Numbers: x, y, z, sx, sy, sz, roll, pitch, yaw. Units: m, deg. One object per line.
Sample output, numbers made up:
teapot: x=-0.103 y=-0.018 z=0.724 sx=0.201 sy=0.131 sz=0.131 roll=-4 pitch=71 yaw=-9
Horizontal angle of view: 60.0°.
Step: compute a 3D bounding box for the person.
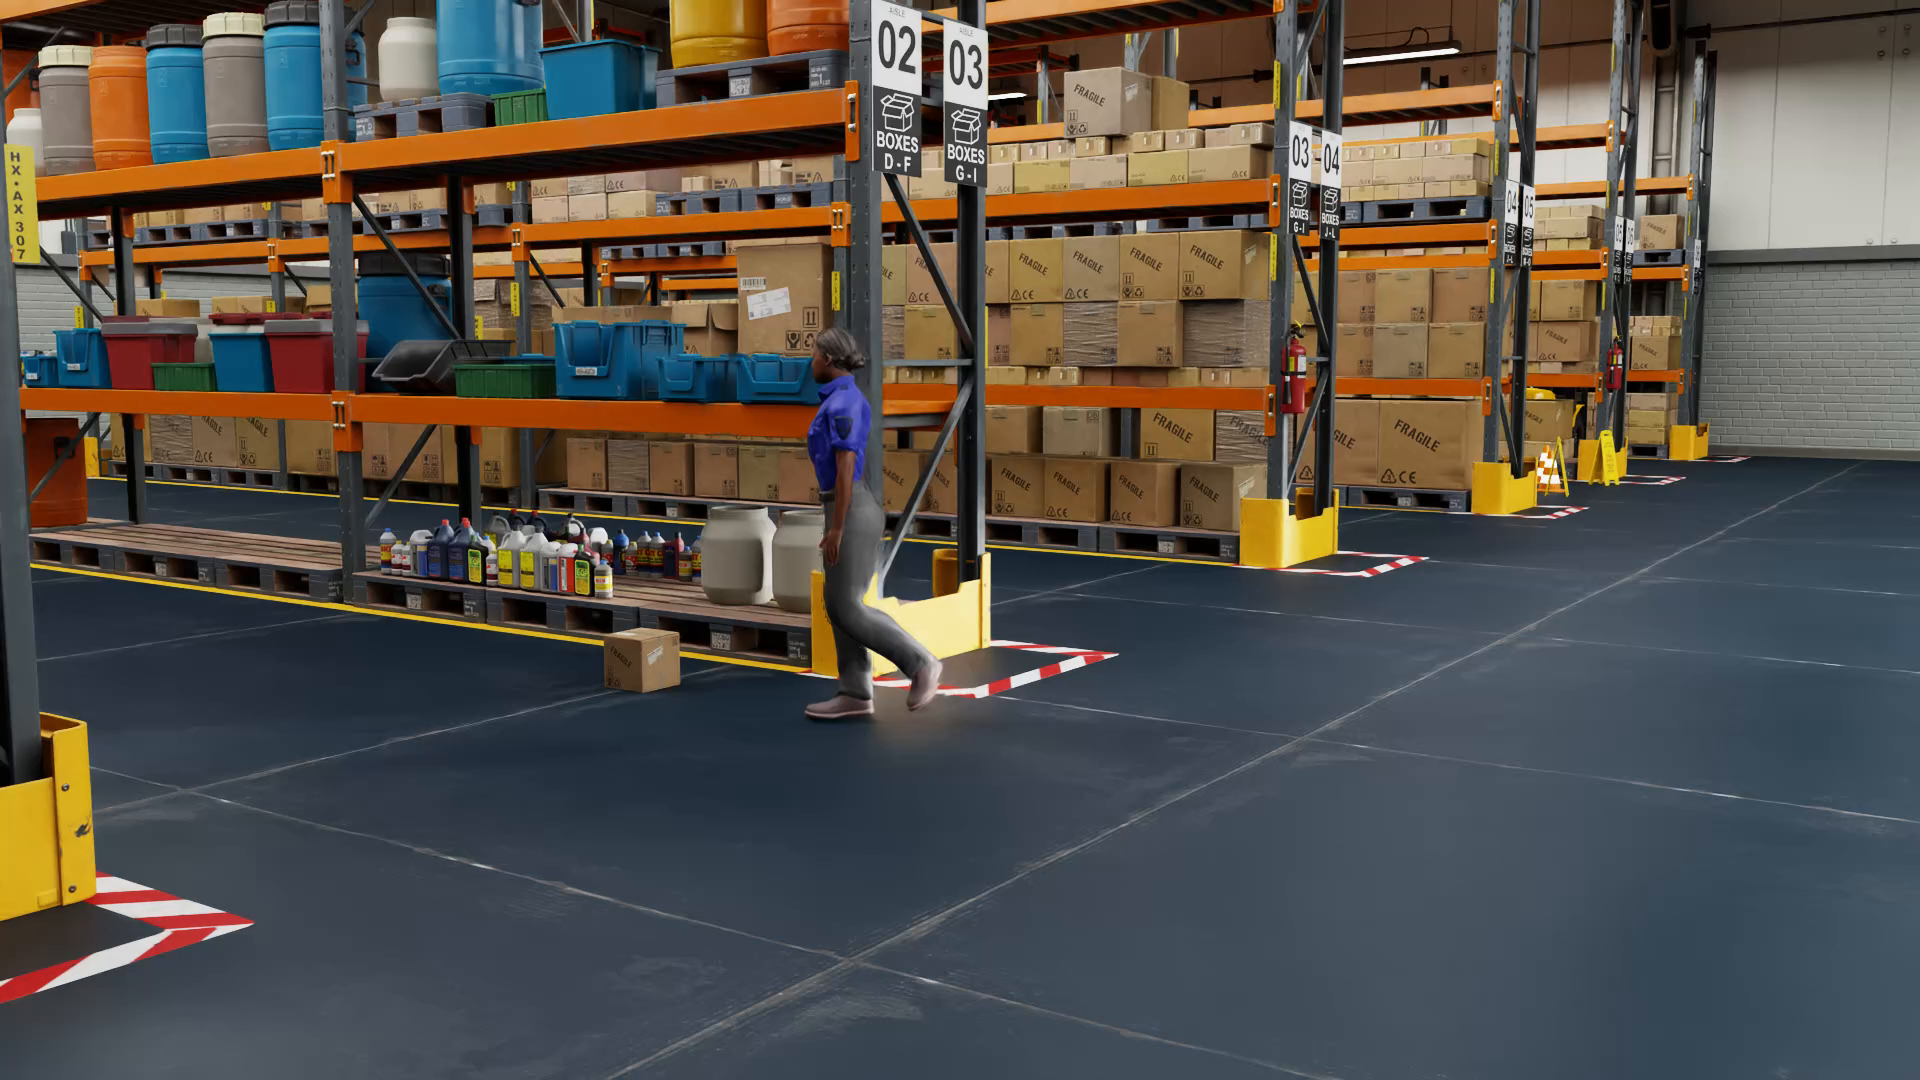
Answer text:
person: x=-0.366 y=-0.066 z=6.994 sx=0.588 sy=1.652 sz=0.493 roll=0 pitch=6 yaw=-4
